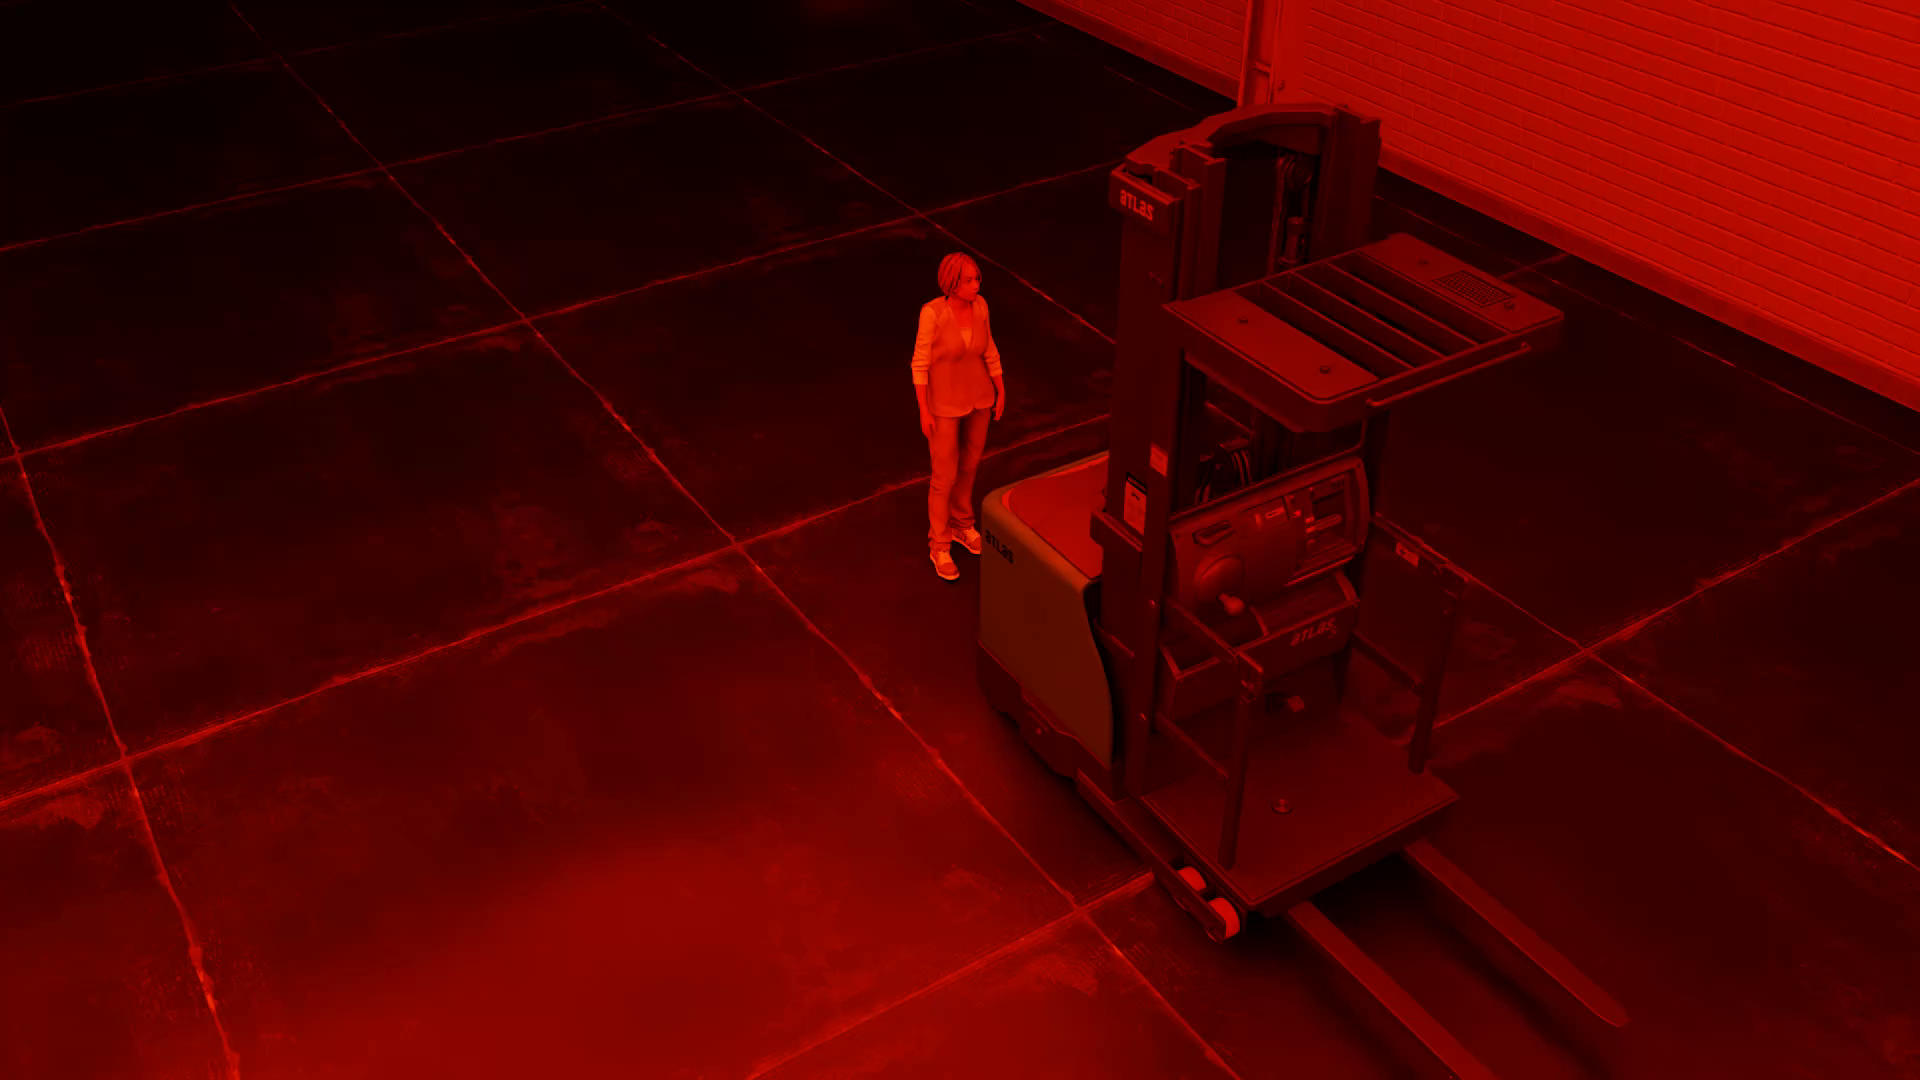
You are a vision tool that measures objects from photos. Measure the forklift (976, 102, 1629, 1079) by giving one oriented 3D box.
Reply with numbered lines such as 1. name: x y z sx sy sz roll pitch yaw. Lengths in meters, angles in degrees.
1. forklift: 1.283 0.050 6.076 1.130 2.935 3.031 -20 40 -26

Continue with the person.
1. person: 0.029 -0.619 8.177 0.521 1.599 0.473 -21 40 -27
